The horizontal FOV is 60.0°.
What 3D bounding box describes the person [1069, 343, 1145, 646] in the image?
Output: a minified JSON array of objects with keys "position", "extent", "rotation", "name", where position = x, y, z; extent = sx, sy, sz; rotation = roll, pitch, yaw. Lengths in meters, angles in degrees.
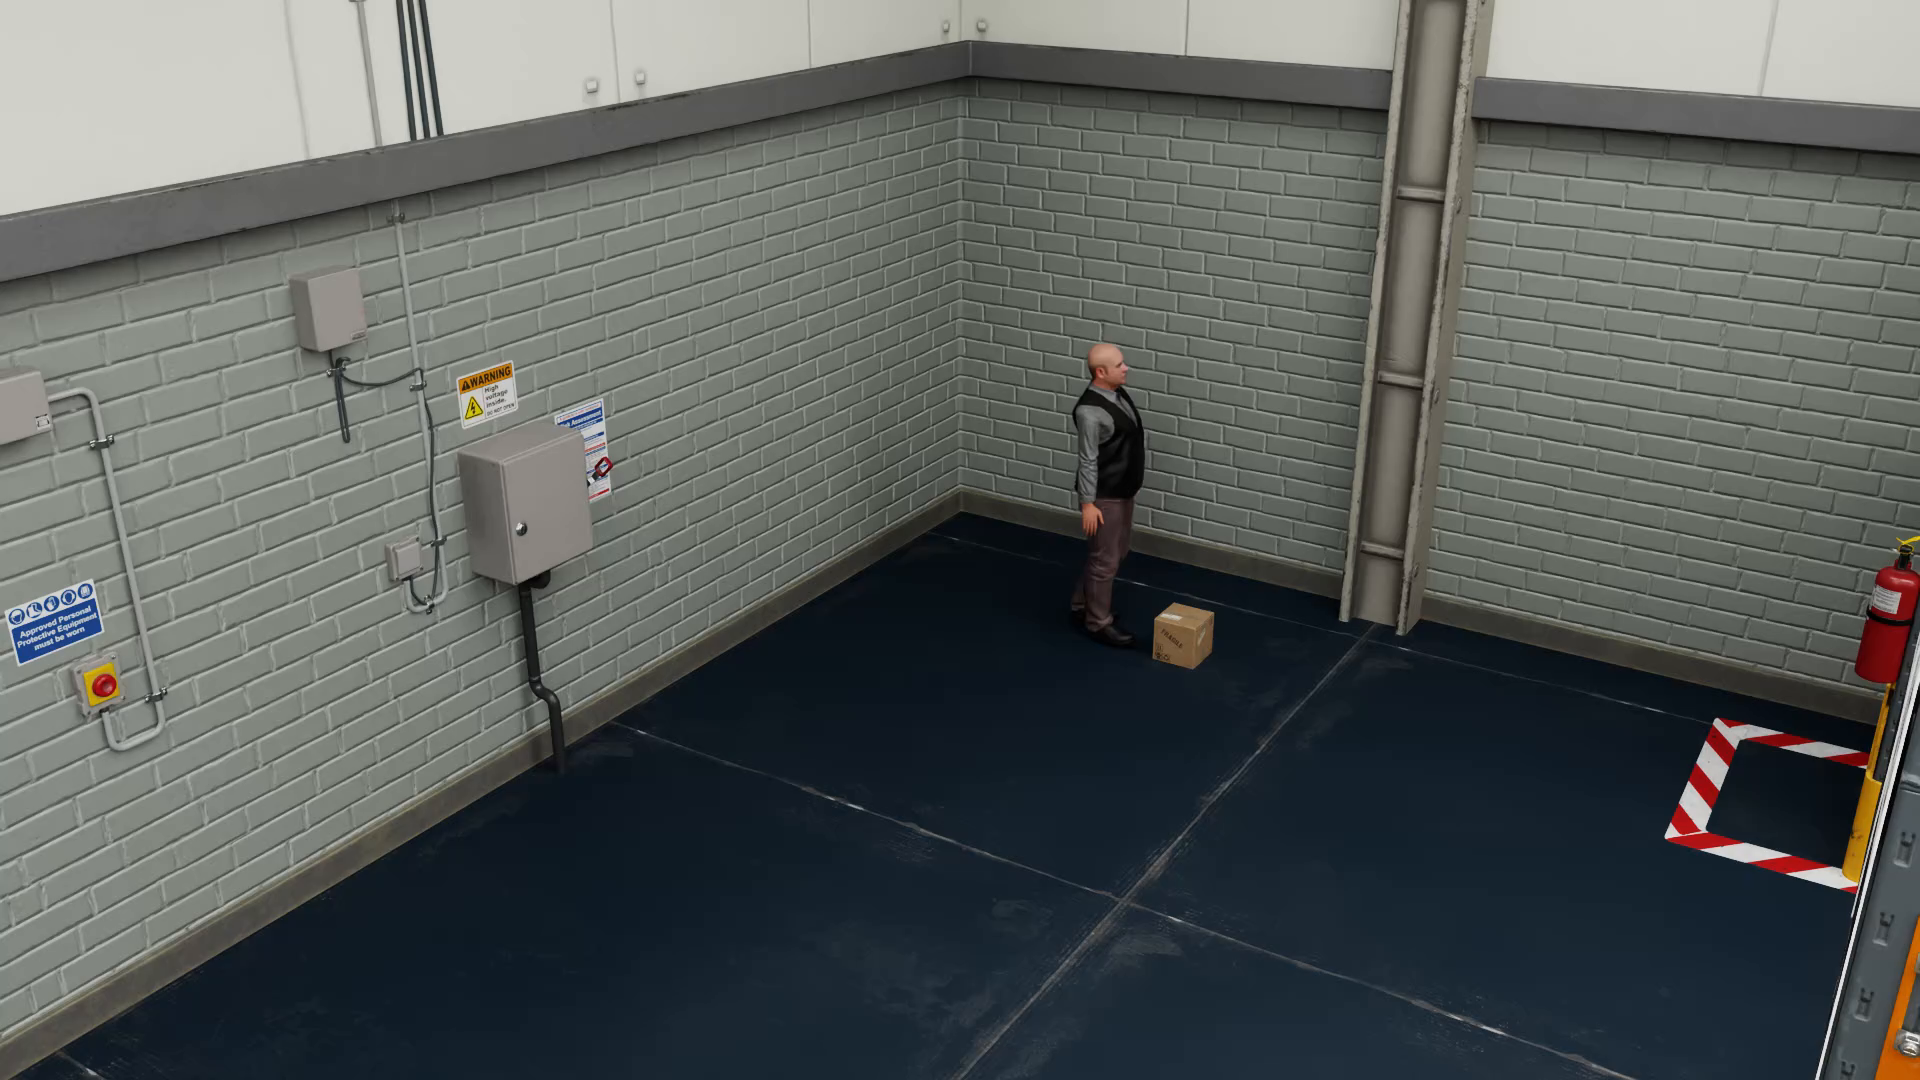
[{"position":[0.818,-0.257,9.212],"extent":[0.448,1.722,0.561],"rotation":[9,24,20],"name":"person"}]
